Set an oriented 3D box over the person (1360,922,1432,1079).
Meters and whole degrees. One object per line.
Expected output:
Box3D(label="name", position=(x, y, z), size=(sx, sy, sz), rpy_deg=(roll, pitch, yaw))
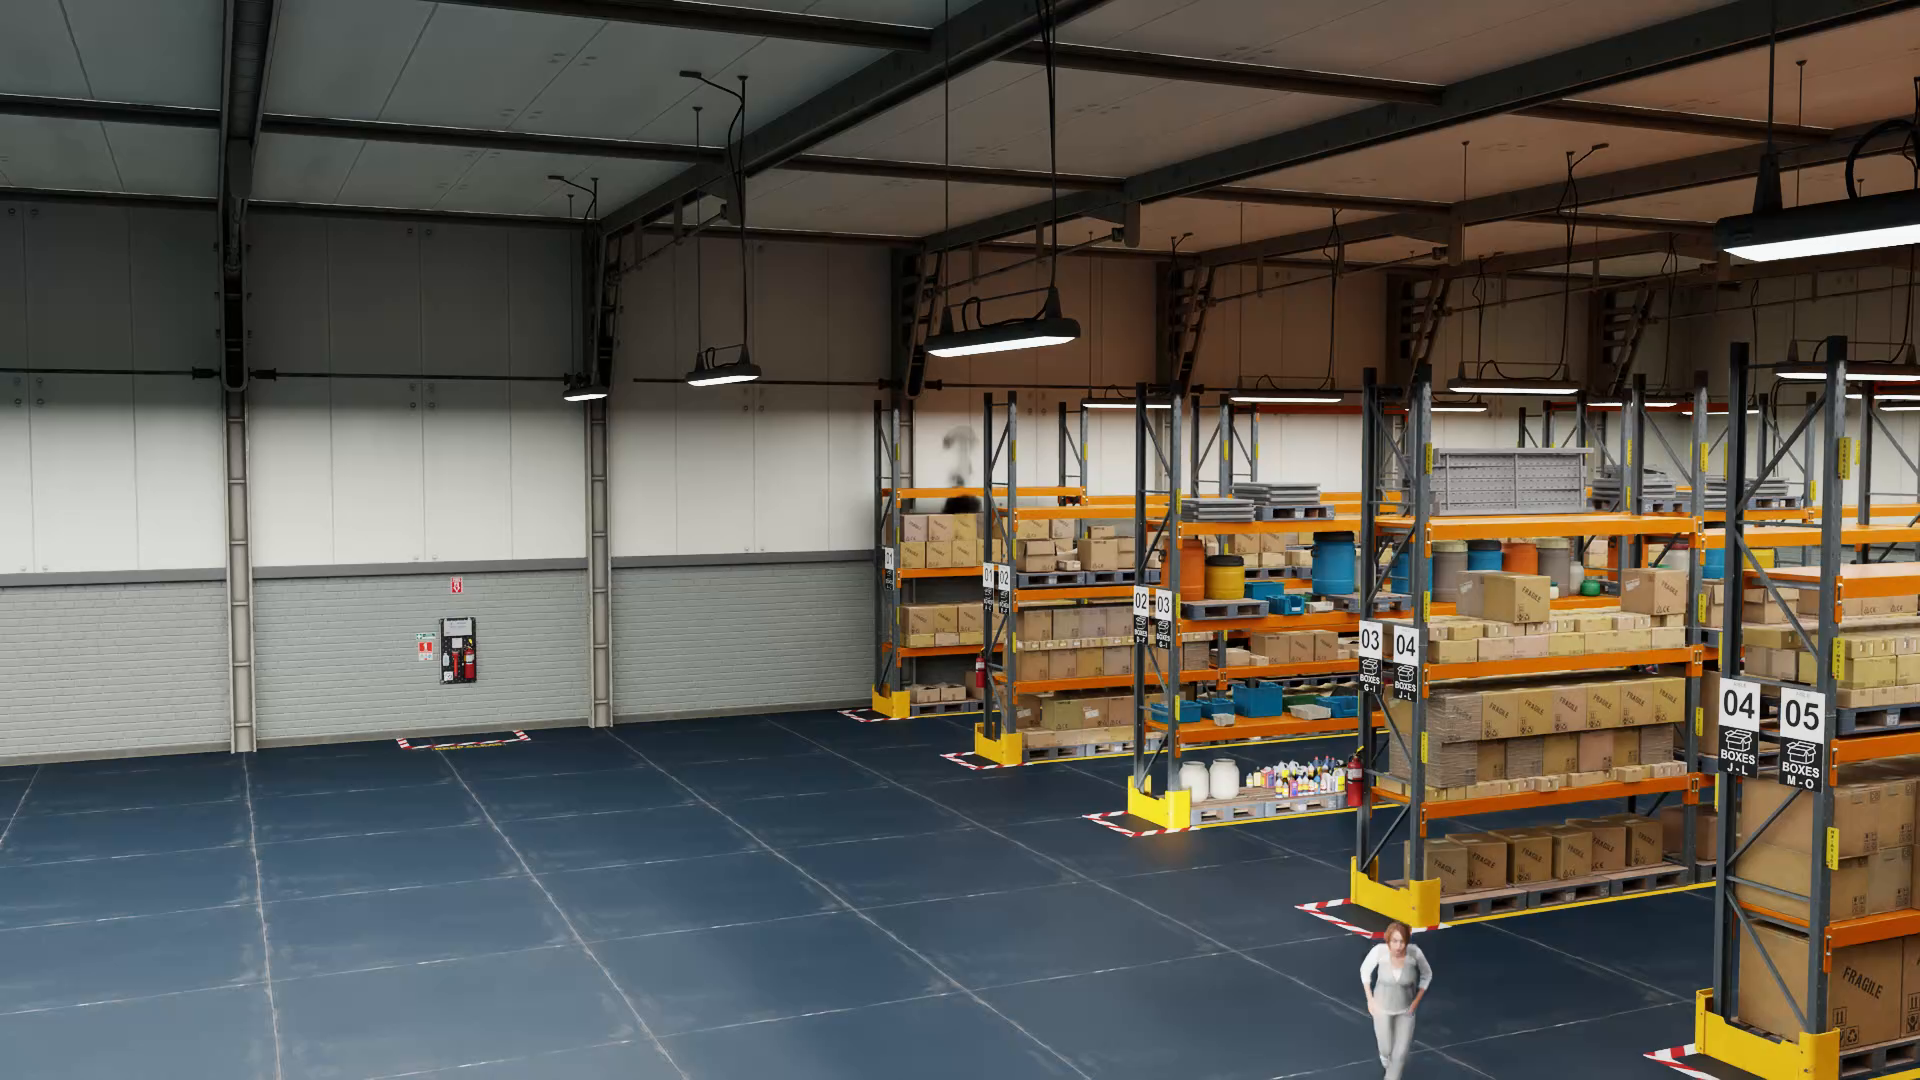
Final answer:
Box3D(label="person", position=(3.389, 3.665, 12.982), size=(0.538, 1.545, 0.809), rpy_deg=(0, 3, 7))
